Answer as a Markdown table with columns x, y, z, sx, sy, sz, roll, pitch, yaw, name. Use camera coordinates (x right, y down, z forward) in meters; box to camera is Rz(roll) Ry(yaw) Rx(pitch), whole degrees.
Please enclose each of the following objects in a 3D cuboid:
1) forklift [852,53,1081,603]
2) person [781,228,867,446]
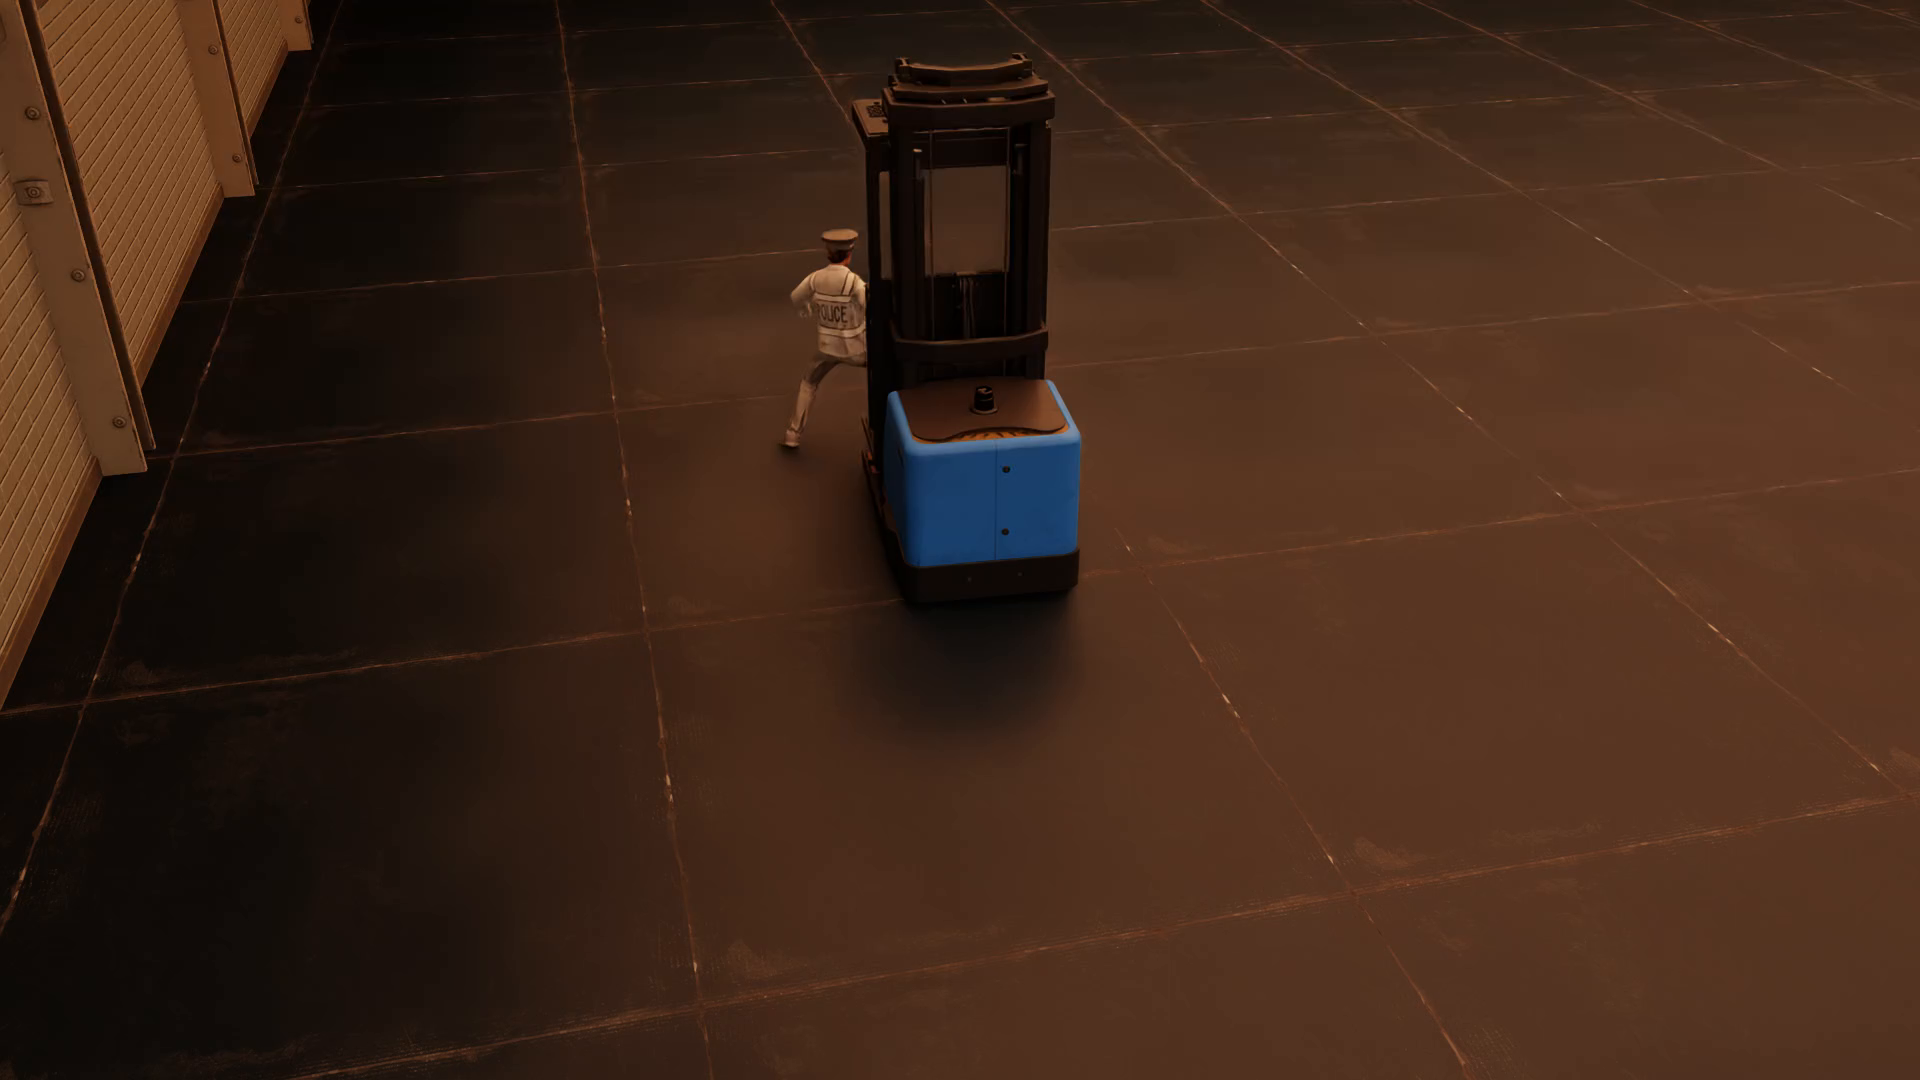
| x | y | z | sx | sy | sz | roll | pitch | yaw | name |
| --- | --- | --- | --- | --- | --- | --- | --- | --- | --- |
| -0.053 | -1.621 | 10.375 | 1.130 | 2.935 | 3.031 | -5 | 30 | -8 | forklift |
| -0.798 | -1.367 | 11.340 | 0.922 | 1.554 | 0.794 | 14 | 33 | 23 | person |
